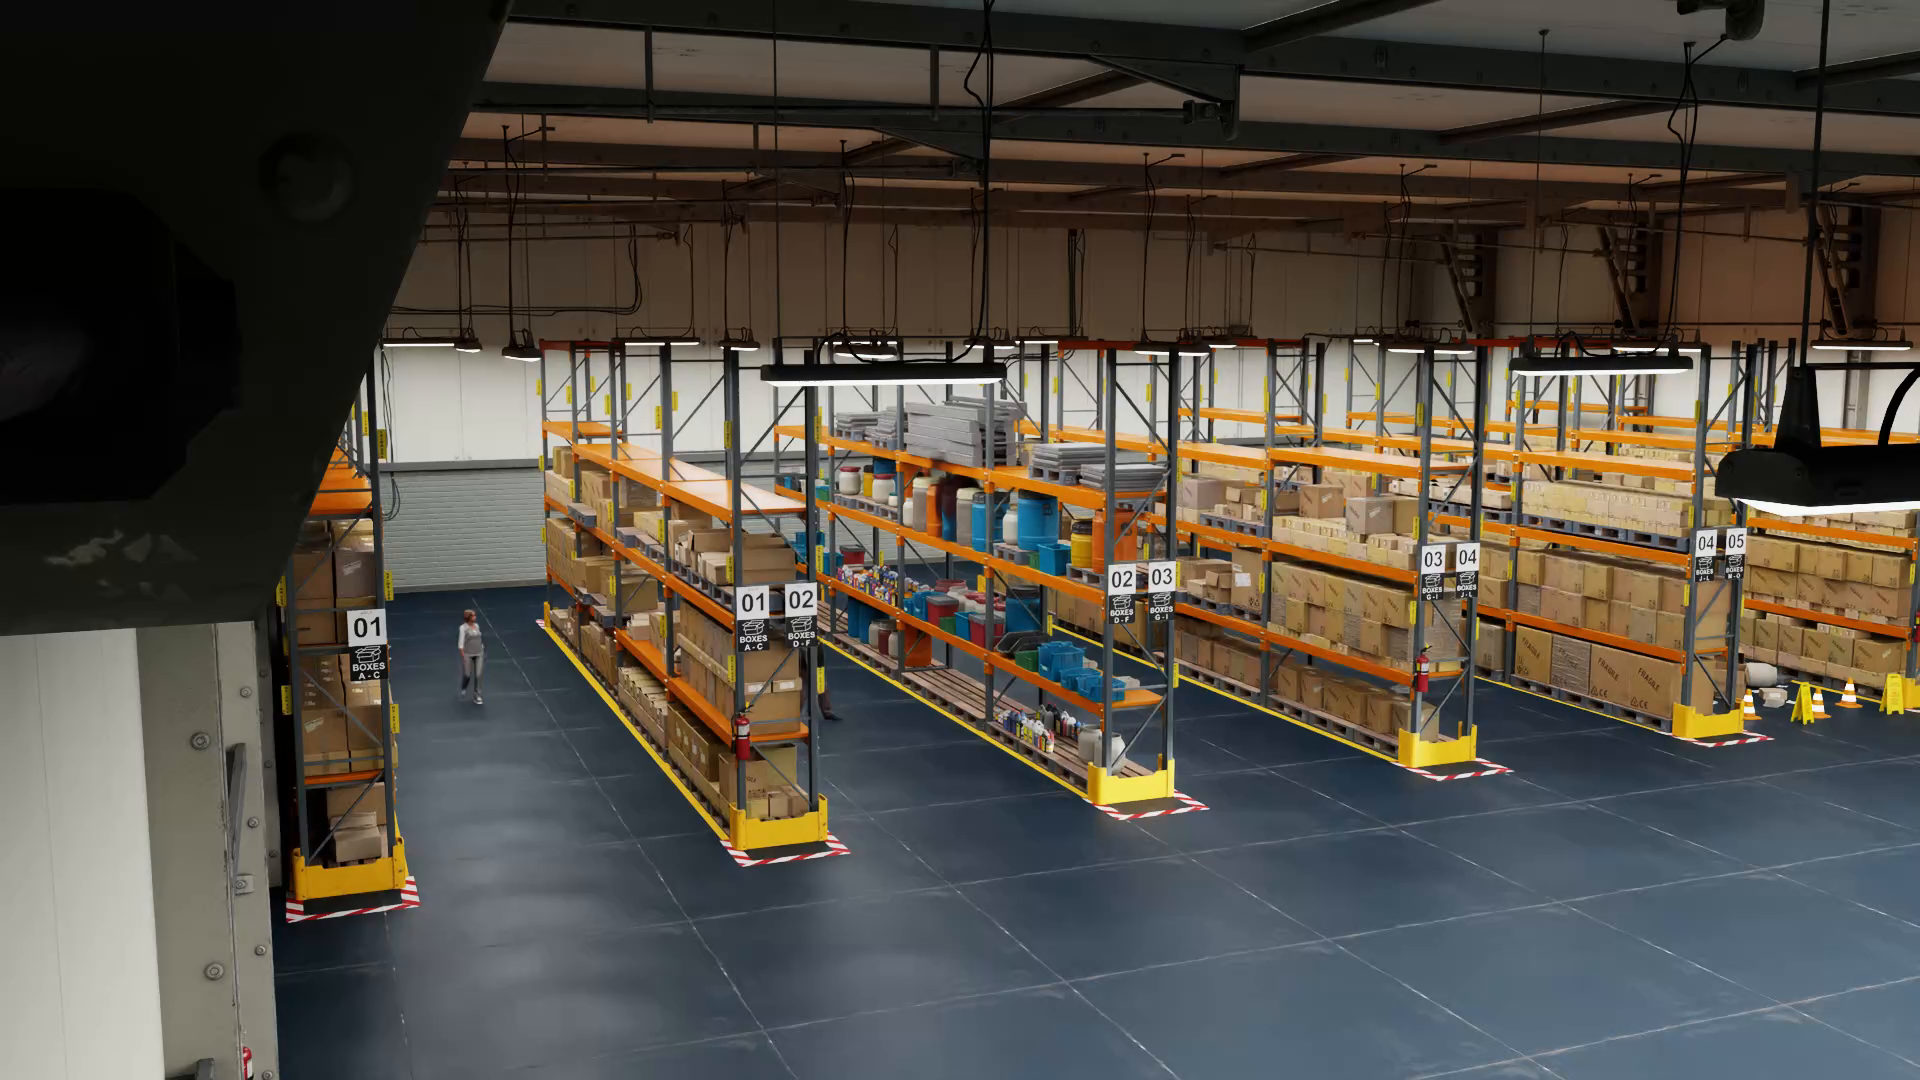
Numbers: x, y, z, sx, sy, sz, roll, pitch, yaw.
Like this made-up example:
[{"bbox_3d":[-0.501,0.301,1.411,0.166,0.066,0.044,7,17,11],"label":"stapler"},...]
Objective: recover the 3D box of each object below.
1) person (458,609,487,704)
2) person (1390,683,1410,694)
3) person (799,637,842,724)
[{"bbox_3d":[-8.144,1.933,27.738,0.463,1.592,0.479,-4,8,-28],"label":"person"},{"bbox_3d":[7.675,1.784,28.631,0.413,1.694,0.532,0,7,-2],"label":"person"},{"bbox_3d":[-2.311,2.076,26.286,0.663,1.697,0.692,3,8,25],"label":"person"}]
